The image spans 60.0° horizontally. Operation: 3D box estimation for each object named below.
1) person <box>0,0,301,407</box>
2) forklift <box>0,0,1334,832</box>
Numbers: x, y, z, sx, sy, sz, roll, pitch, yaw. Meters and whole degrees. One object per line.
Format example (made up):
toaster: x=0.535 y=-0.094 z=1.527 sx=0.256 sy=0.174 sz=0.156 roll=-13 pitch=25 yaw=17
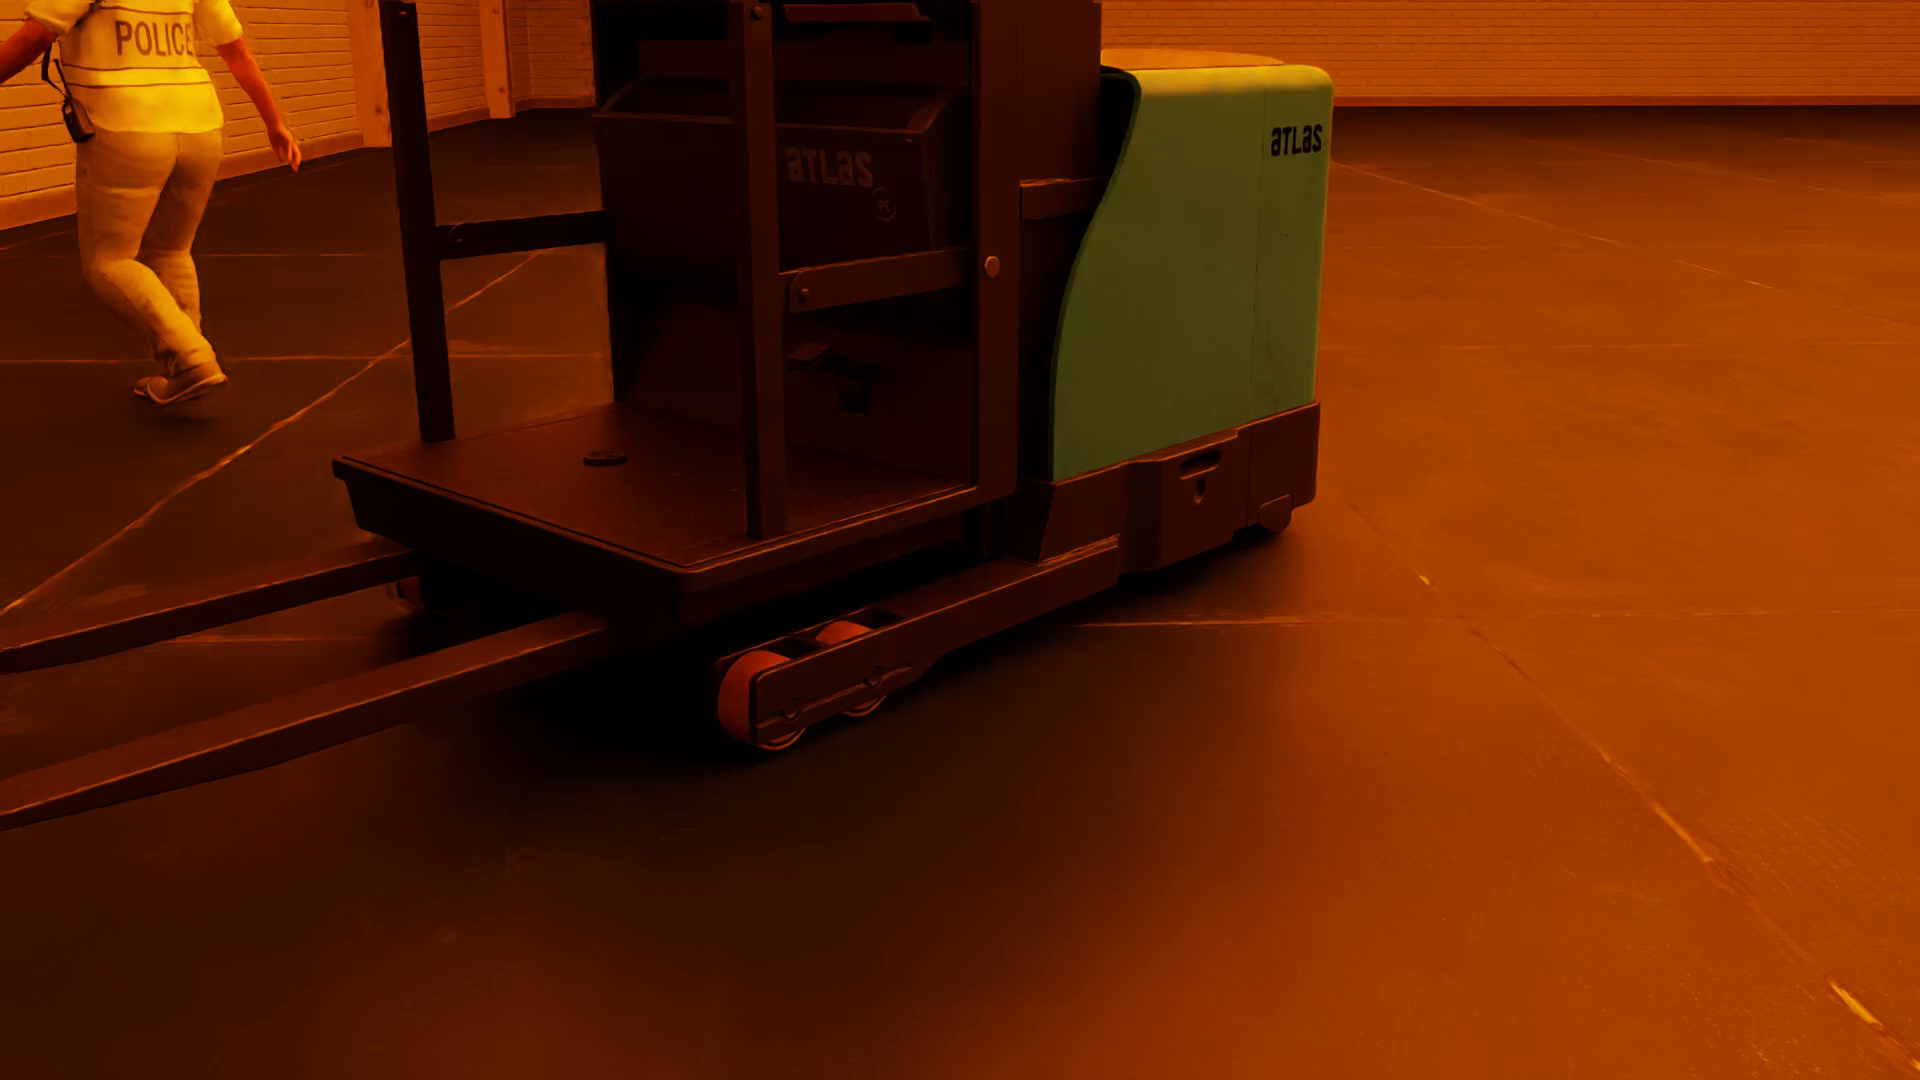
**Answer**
person: x=-2.501 y=-1.219 z=5.120 sx=0.675 sy=1.646 sz=0.829 roll=8 pitch=19 yaw=25
forklift: x=-0.503 y=-1.217 z=2.886 sx=1.130 sy=2.935 sz=3.031 roll=15 pitch=22 yaw=40
